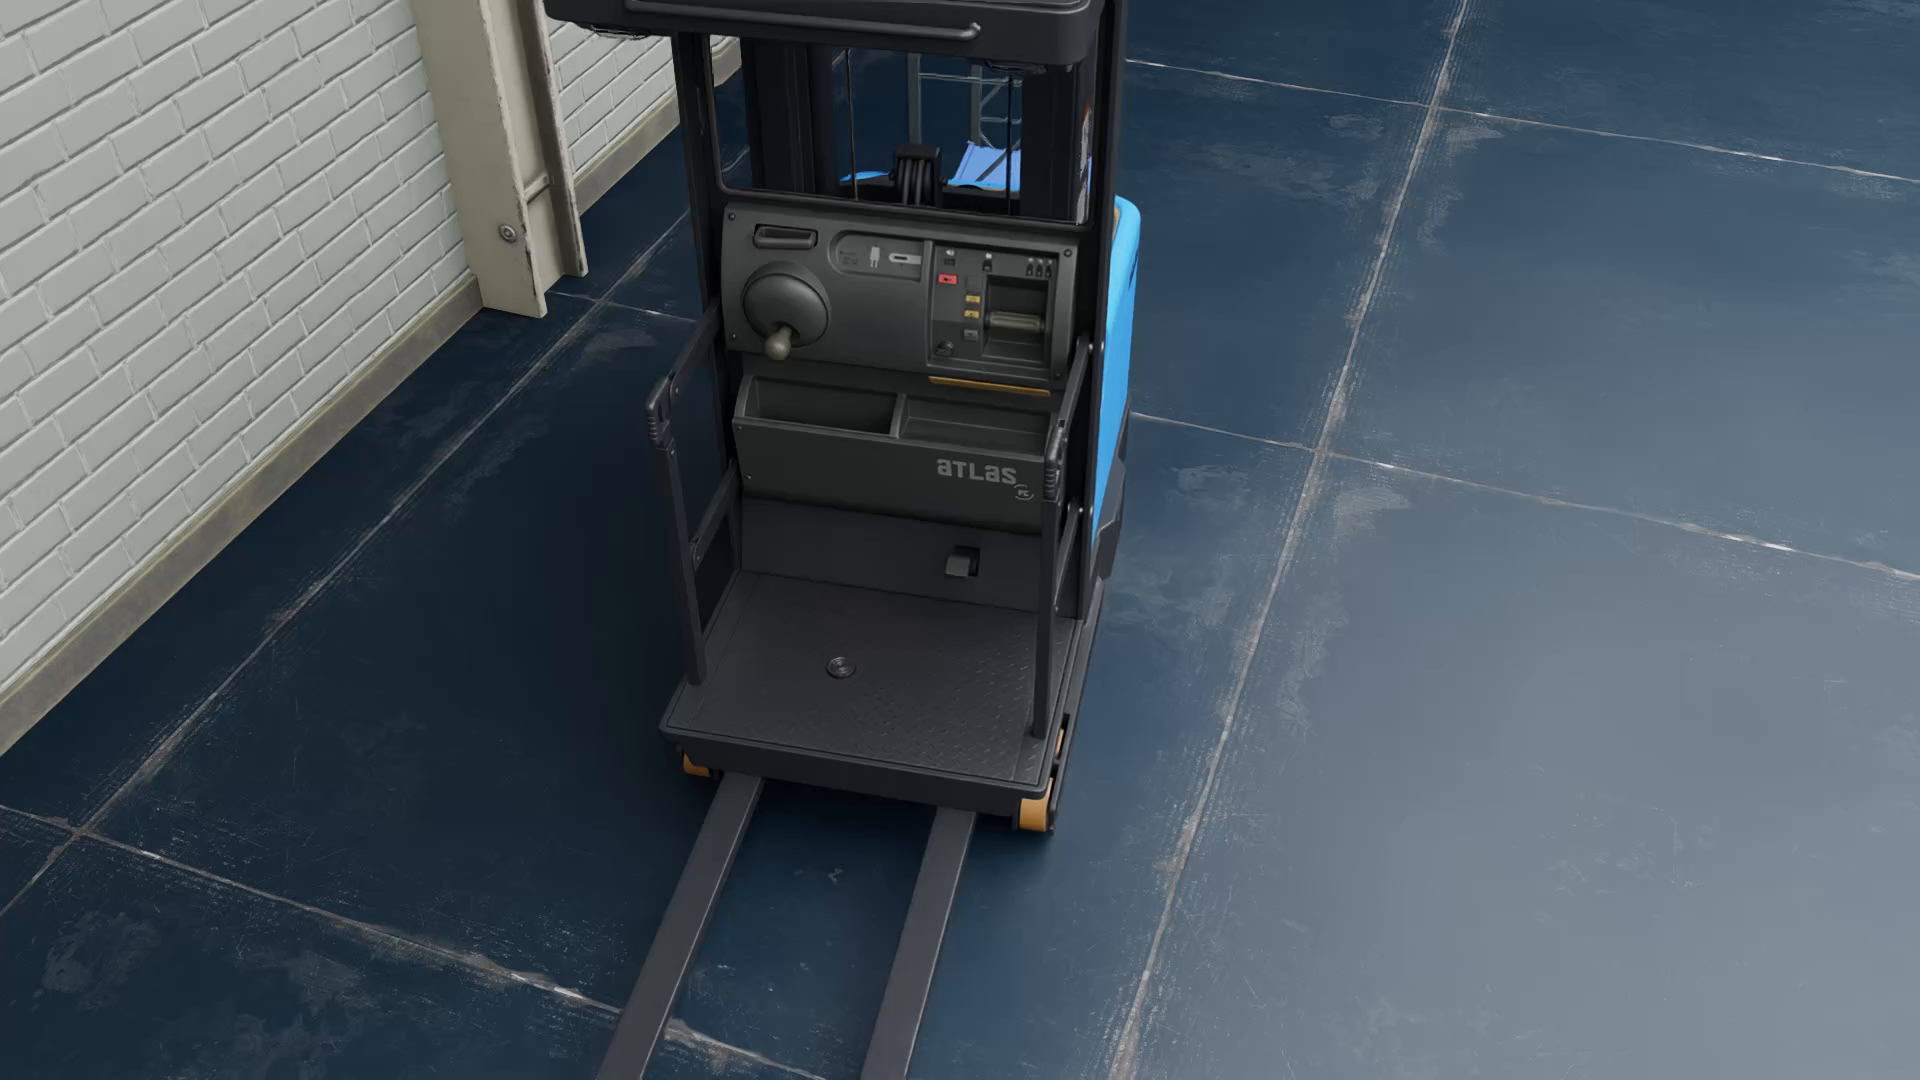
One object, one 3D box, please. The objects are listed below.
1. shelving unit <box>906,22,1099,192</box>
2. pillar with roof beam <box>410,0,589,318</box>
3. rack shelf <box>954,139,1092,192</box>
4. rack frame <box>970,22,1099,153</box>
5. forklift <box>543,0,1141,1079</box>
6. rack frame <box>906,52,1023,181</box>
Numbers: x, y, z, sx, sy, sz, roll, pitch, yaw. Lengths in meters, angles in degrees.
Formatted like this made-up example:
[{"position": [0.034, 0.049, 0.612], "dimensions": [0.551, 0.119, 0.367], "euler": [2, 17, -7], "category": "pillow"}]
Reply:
[{"position": [0.180, -1.304, 6.123], "dimensions": [0.538, 1.500, 1.048], "euler": [8, 41, 9], "category": "shelving unit"}, {"position": [2.251, -3.531, 2.955], "dimensions": [9.100, 9.000, 0.400], "euler": [13, 42, 15], "category": "pillar with roof beam"}, {"position": [0.180, -1.167, 6.240], "dimensions": [0.538, 0.185, 1.000], "euler": [8, 41, 9], "category": "rack shelf"}, {"position": [0.286, -1.627, 6.501], "dimensions": [0.500, 1.500, 0.032], "euler": [8, 41, 9], "category": "rack frame"}, {"position": [-0.207, -0.548, 4.135], "dimensions": [1.130, 2.935, 3.031], "euler": [8, 41, 9], "category": "forklift"}, {"position": [0.075, -0.981, 5.744], "dimensions": [0.500, 1.500, 0.032], "euler": [8, 41, 9], "category": "rack frame"}]
